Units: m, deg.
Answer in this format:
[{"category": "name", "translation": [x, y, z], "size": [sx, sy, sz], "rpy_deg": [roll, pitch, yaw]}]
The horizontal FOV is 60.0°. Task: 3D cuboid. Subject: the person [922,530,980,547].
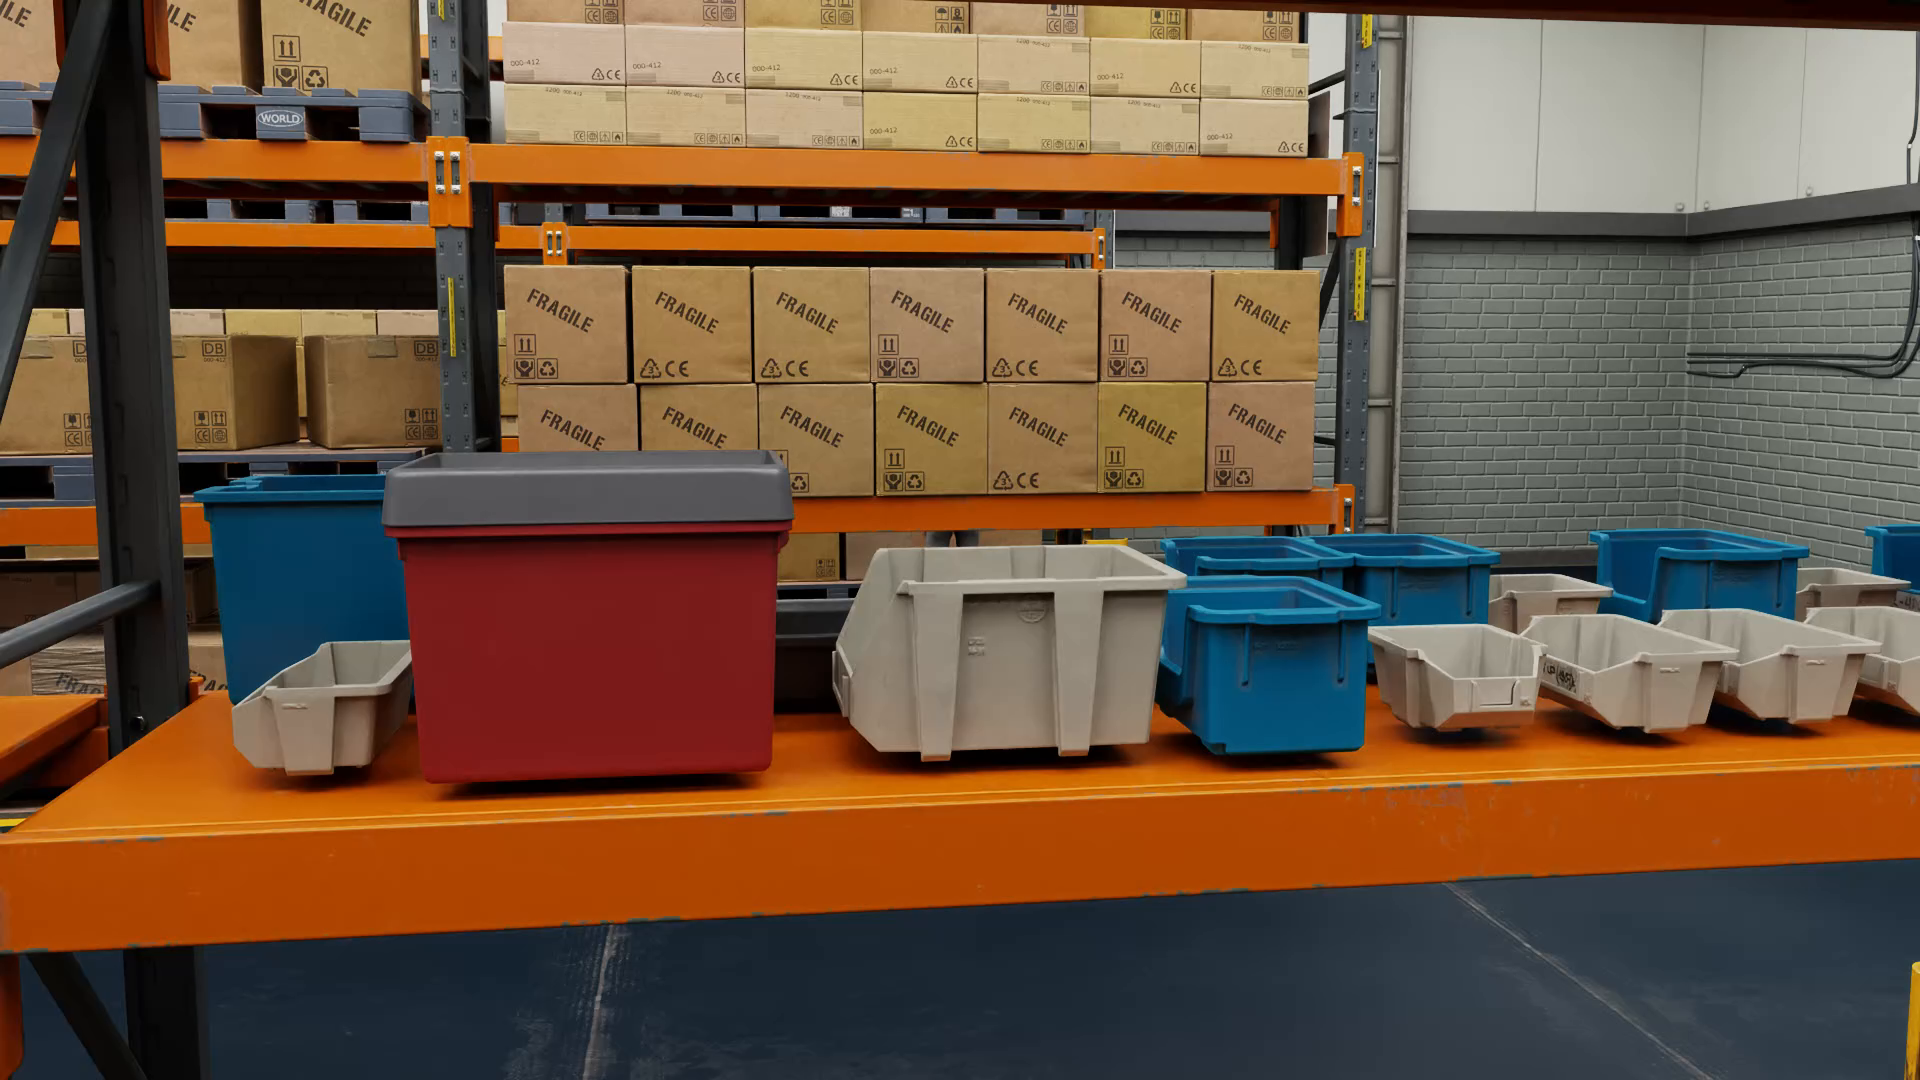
[{"category": "person", "translation": [-0.068, -0.101, 11.005], "size": [0.409, 1.577, 0.302], "rpy_deg": [-1, 7, -7]}]
